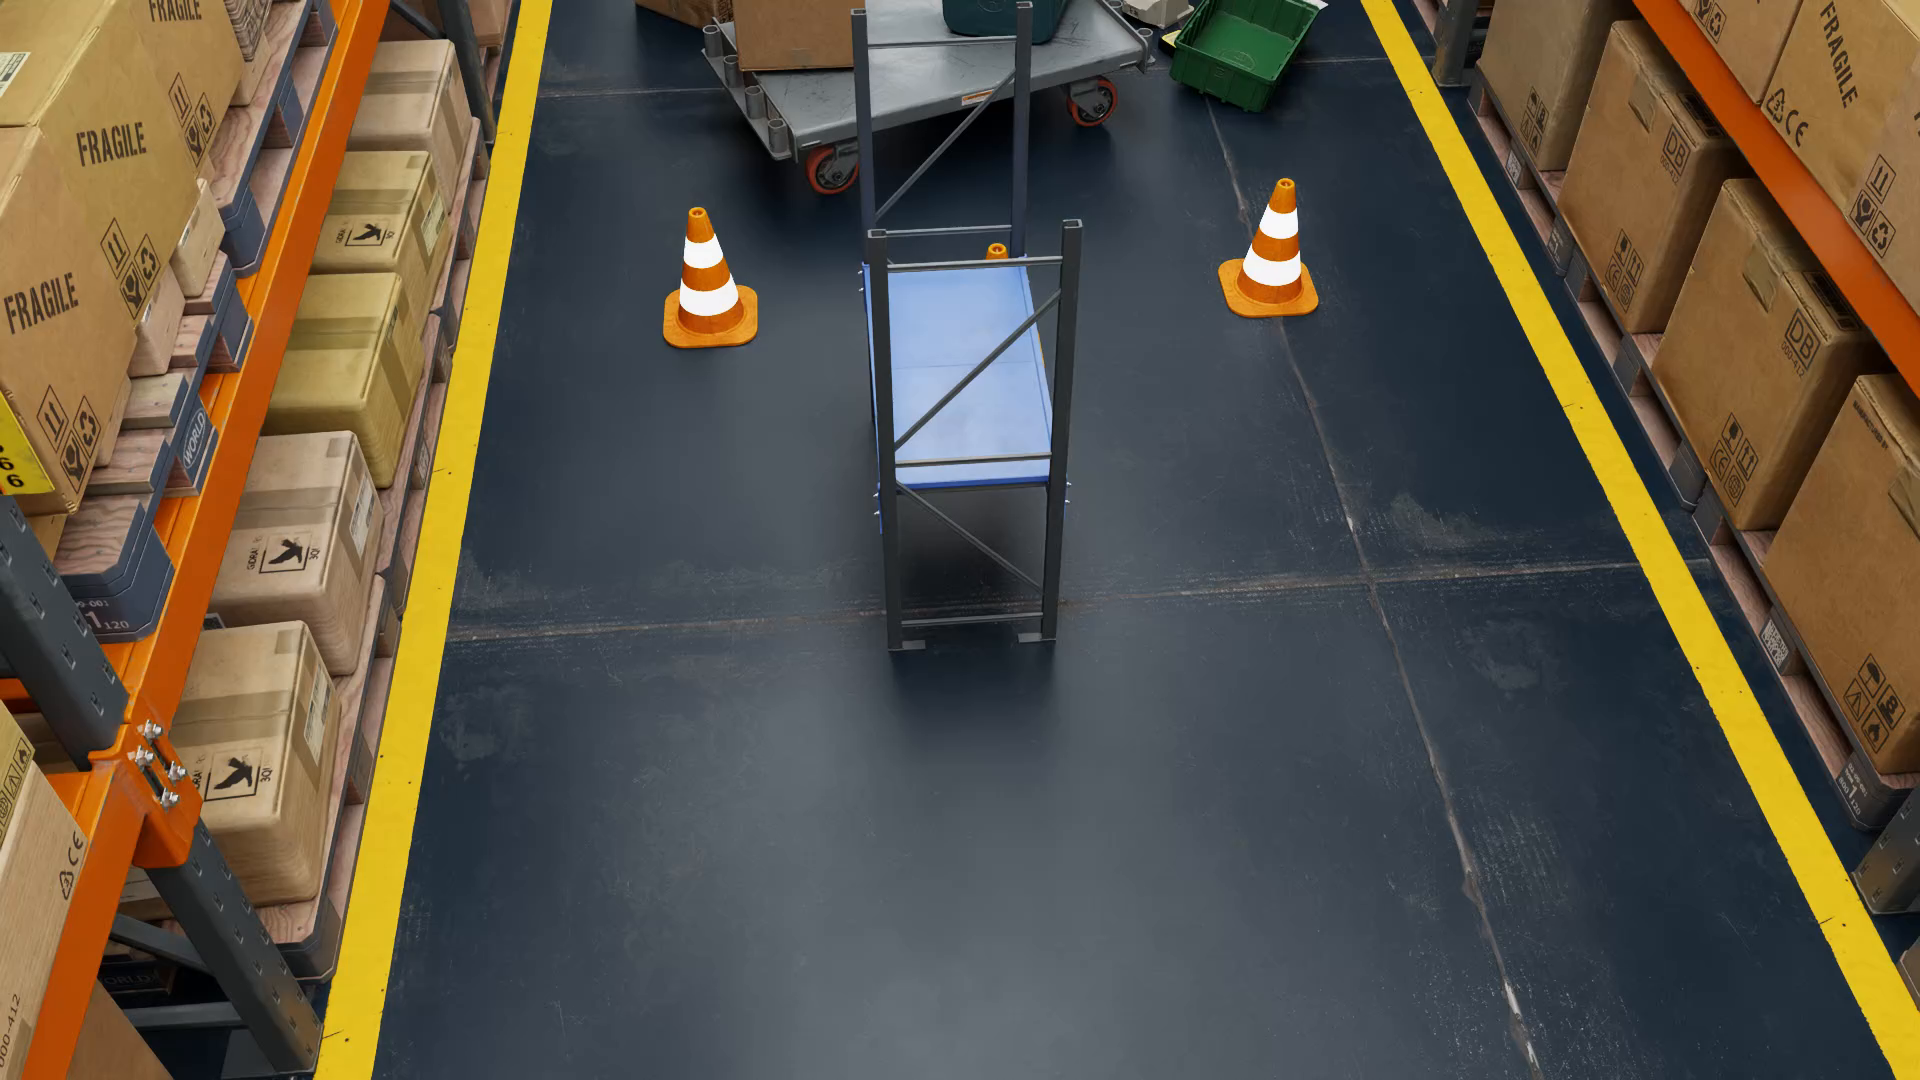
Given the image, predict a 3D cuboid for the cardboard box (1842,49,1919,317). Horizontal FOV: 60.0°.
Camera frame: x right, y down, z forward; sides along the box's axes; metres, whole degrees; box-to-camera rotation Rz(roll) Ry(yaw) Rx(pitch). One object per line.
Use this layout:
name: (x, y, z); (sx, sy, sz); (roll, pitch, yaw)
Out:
cardboard box: (2.515, -0.832, 3.903); (0.500, 0.500, 0.500); (-3, 47, -3)

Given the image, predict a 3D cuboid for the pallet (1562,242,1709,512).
pallet: (2.771, -0.624, 5.696); (1.003, 0.211, 1.213); (-3, 47, -3)

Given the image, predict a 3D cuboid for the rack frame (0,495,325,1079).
rack frame: (-2.064, 0.247, 2.950); (1.000, 3.000, 0.127); (-3, 47, -3)

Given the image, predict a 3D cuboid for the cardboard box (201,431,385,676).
cardboard box: (-2.171, 0.063, 4.645); (0.950, 0.372, 0.625); (-4, 47, -4)

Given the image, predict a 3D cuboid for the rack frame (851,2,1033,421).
rack frame: (-0.050, -0.945, 5.112); (0.500, 1.500, 0.032); (-3, 47, -3)

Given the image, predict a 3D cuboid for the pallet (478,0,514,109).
pallet: (-2.490, -2.172, 7.162); (1.003, 0.211, 1.213); (-3, 47, -3)

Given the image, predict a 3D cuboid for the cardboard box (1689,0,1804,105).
cardboard box: (2.426, -1.564, 4.597); (0.500, 0.500, 0.500); (-3, 47, -3)

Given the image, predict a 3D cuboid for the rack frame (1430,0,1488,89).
rack frame: (2.526, -3.021, 6.046); (1.000, 3.000, 0.127); (-3, 47, -3)

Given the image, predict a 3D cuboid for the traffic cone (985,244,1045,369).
traffic cone: (0.121, -0.814, 5.702); (0.336, 0.463, 0.334); (-3, 47, -3)

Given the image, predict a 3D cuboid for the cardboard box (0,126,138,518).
cardboard box: (-1.871, -0.374, 2.975); (0.500, 0.500, 0.500); (-5, 47, -4)

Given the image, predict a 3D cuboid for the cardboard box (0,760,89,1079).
cardboard box: (-1.763, 0.648, 2.673); (0.500, 0.250, 0.500); (-5, 47, -5)

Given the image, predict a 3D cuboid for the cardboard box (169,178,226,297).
cardboard box: (-1.875, -0.665, 3.698); (0.380, 0.149, 0.250); (-3, 47, -3)

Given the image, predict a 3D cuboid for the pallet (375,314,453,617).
pallet: (-2.227, -0.241, 5.332); (1.003, 0.211, 1.213); (-3, 47, -3)

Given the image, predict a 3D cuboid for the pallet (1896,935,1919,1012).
pallet: (2.925, 1.397, 3.782); (1.003, 0.211, 1.213); (-3, 47, -3)

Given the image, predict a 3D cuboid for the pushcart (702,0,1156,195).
pushcart: (-0.131, -1.920, 6.809); (1.648, 0.377, 0.936); (-19, 49, -17)

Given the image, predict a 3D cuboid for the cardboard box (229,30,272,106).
cardboard box: (-1.993, -1.230, 4.233); (0.380, 0.149, 0.250); (-2, 47, -2)

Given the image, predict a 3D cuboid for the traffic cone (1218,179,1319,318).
traffic cone: (1.133, -1.087, 5.961); (0.336, 0.463, 0.334); (-3, 47, -3)

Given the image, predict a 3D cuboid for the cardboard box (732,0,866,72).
cardboard box: (-0.627, -2.178, 6.447); (0.500, 0.500, 0.500); (-3, 47, -3)

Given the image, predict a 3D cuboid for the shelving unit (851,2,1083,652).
shelving unit: (-0.007, -0.577, 4.764); (0.538, 1.500, 1.048); (-3, 47, -3)

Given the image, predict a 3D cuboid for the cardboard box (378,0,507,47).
cardboard box: (-2.179, -2.290, 6.957); (0.500, 0.250, 0.500); (-5, 47, -5)

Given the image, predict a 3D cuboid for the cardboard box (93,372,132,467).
cardboard box: (-1.896, -0.264, 3.318); (0.380, 0.149, 0.250); (-6, 47, -6)

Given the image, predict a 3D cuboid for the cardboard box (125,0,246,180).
cardboard box: (-1.972, -1.134, 3.696); (0.500, 0.500, 0.500); (-3, 47, -3)

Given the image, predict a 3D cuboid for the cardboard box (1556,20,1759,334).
cardboard box: (2.744, -1.250, 5.628); (1.050, 0.750, 0.750); (-3, 47, -3)

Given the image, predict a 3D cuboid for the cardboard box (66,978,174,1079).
cardboard box: (-2.089, 1.338, 3.091); (0.875, 0.875, 0.875); (-4, 47, -4)

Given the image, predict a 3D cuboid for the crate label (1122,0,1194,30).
crate label: (0.873, -2.423, 7.451); (0.298, 0.136, 0.250); (-36, 56, -29)

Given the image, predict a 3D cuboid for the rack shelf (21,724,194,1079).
rack shelf: (-1.896, 1.941, 1.841); (1.077, 0.370, 4.000); (-3, 47, -3)

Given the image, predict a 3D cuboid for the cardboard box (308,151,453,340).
cardboard box: (-2.289, -0.989, 5.641); (0.950, 0.372, 0.625); (-1, 47, -1)

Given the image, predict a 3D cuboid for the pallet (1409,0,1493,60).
pallet: (2.540, -2.617, 7.584); (1.003, 0.211, 1.213); (-3, 47, -3)

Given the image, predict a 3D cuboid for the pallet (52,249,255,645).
pallet: (-2.229, -0.197, 3.502); (1.213, 0.211, 1.003); (-3, 47, -3)

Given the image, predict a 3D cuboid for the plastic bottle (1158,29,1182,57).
plastic bottle: (0.999, -2.119, 7.215); (0.133, 0.061, 0.283); (-27, 52, -23)

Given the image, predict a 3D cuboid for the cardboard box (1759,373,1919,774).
cardboard box: (2.899, 0.056, 4.391); (1.050, 0.750, 0.750); (-4, 47, -4)
